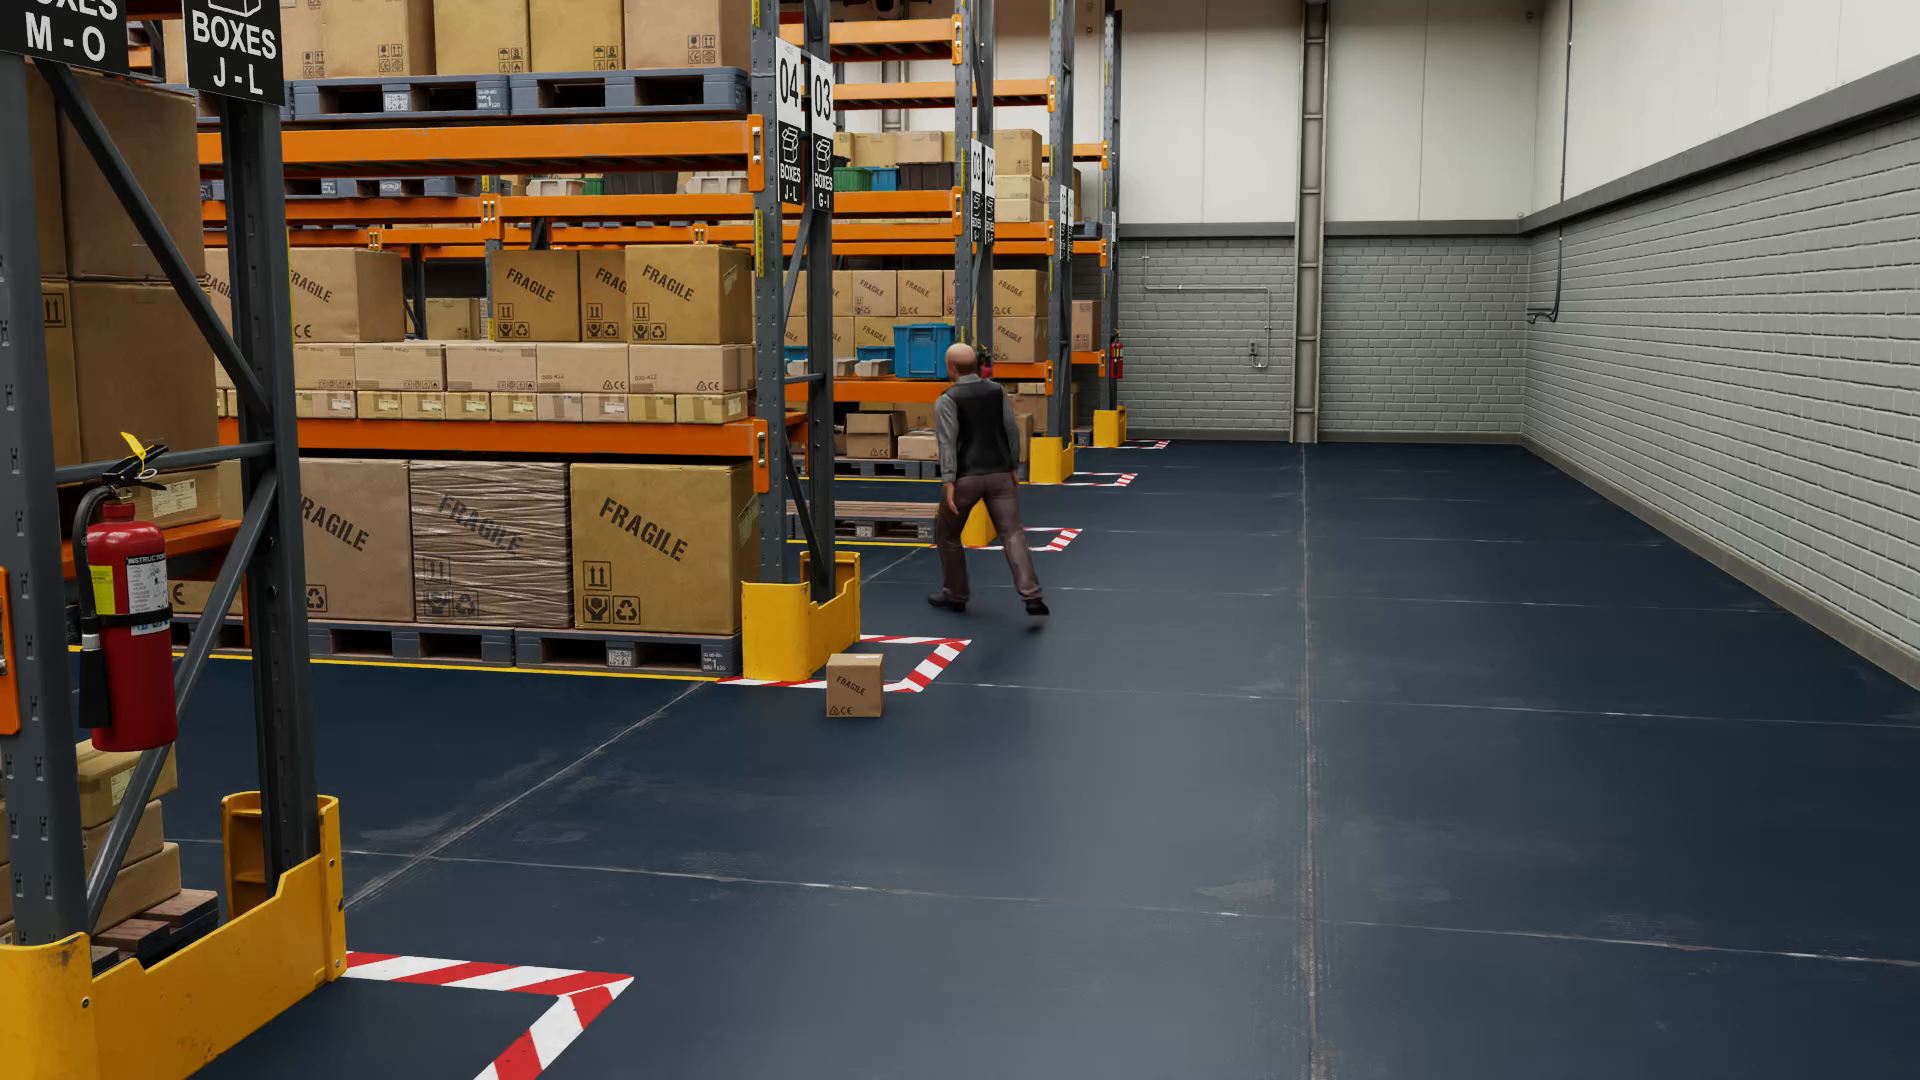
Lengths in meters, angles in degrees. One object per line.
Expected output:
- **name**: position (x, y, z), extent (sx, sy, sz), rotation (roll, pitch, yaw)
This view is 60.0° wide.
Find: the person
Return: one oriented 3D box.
- **person**: position (0.141, -0.354, 10.103), extent (0.626, 1.671, 0.964), rotation (-3, 8, -20)
